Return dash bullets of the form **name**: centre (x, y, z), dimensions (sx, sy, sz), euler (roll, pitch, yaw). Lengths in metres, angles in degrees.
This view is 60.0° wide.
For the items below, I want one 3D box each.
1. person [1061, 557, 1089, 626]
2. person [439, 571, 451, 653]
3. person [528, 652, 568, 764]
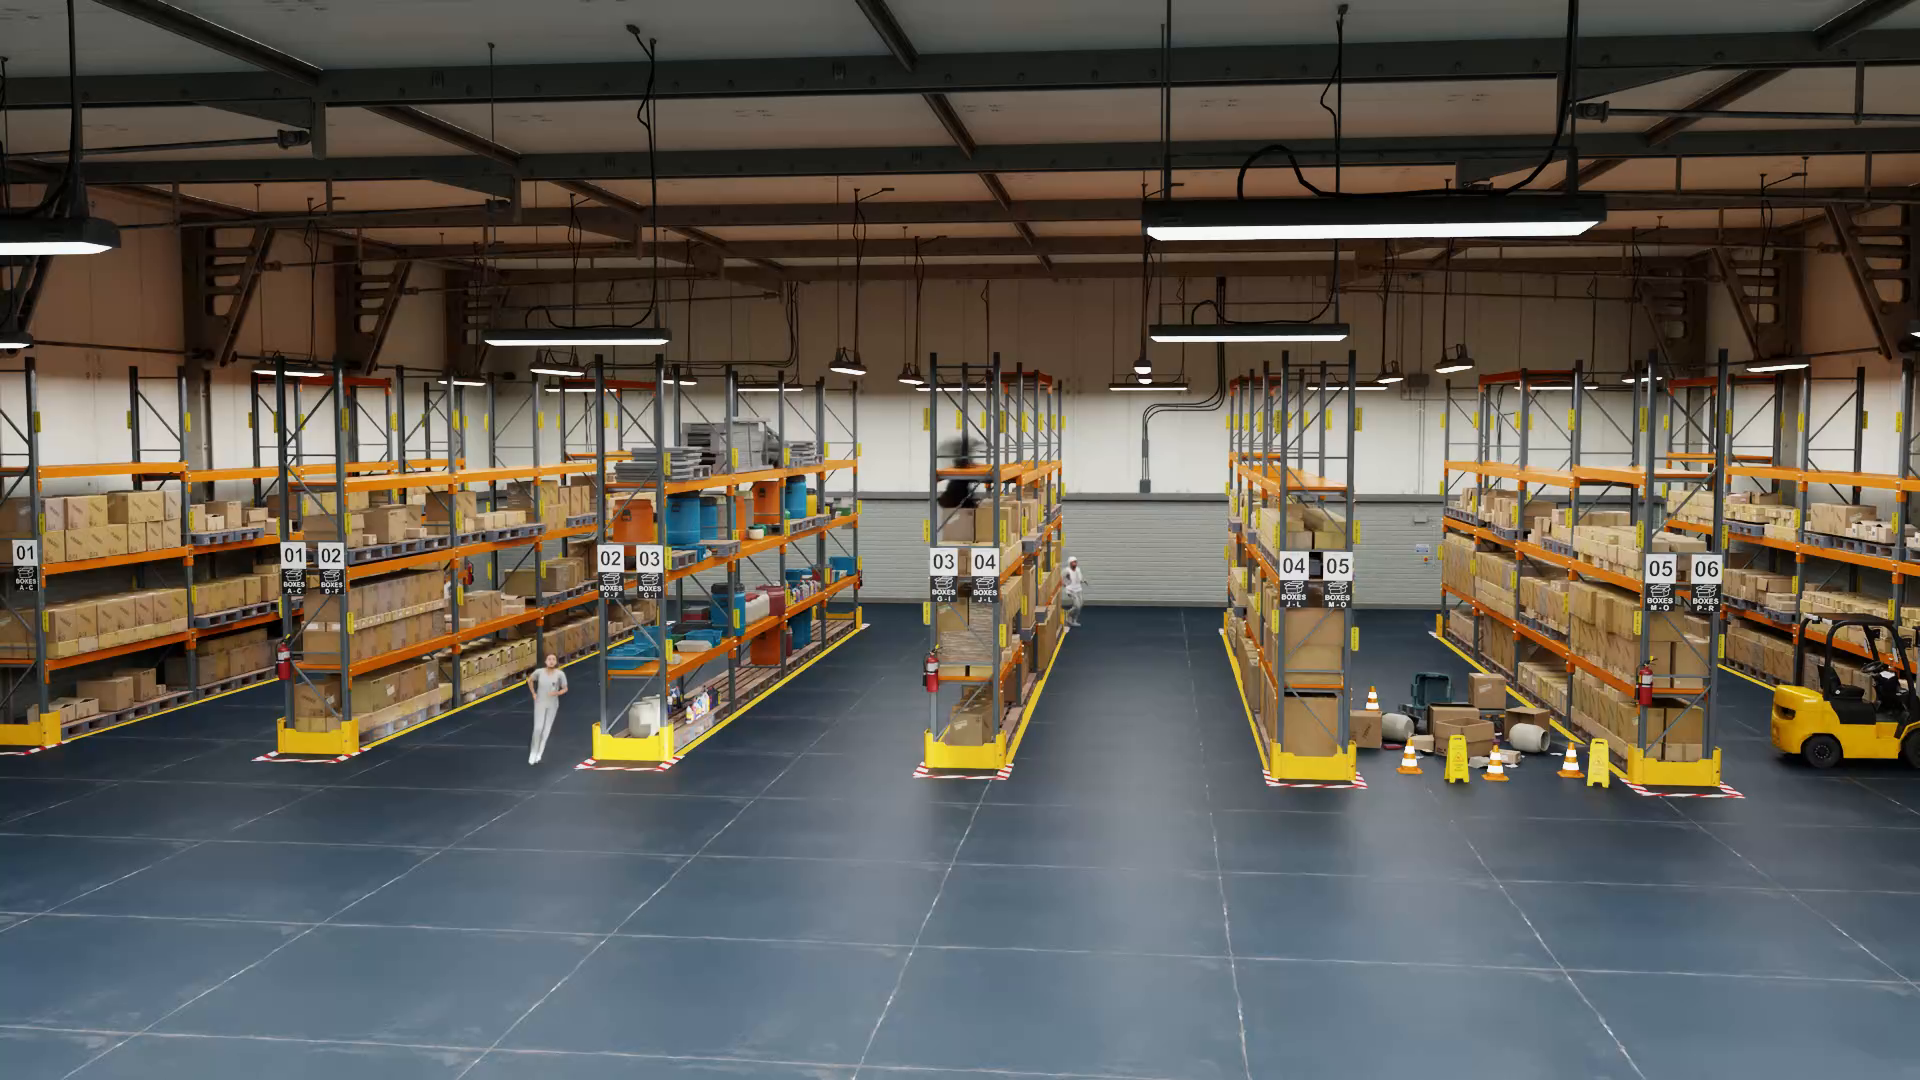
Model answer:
- **person**: centre (2.800, 1.264, 40.612), dimensions (0.614, 1.725, 0.690), euler (4, 5, 42)
- **person**: centre (-11.263, 1.542, 36.247), dimensions (0.675, 1.747, 0.920), euler (0, 4, -1)
- **person**: centre (-6.064, 2.456, 24.462), dimensions (0.577, 1.640, 0.614), euler (-1, 4, -17)
